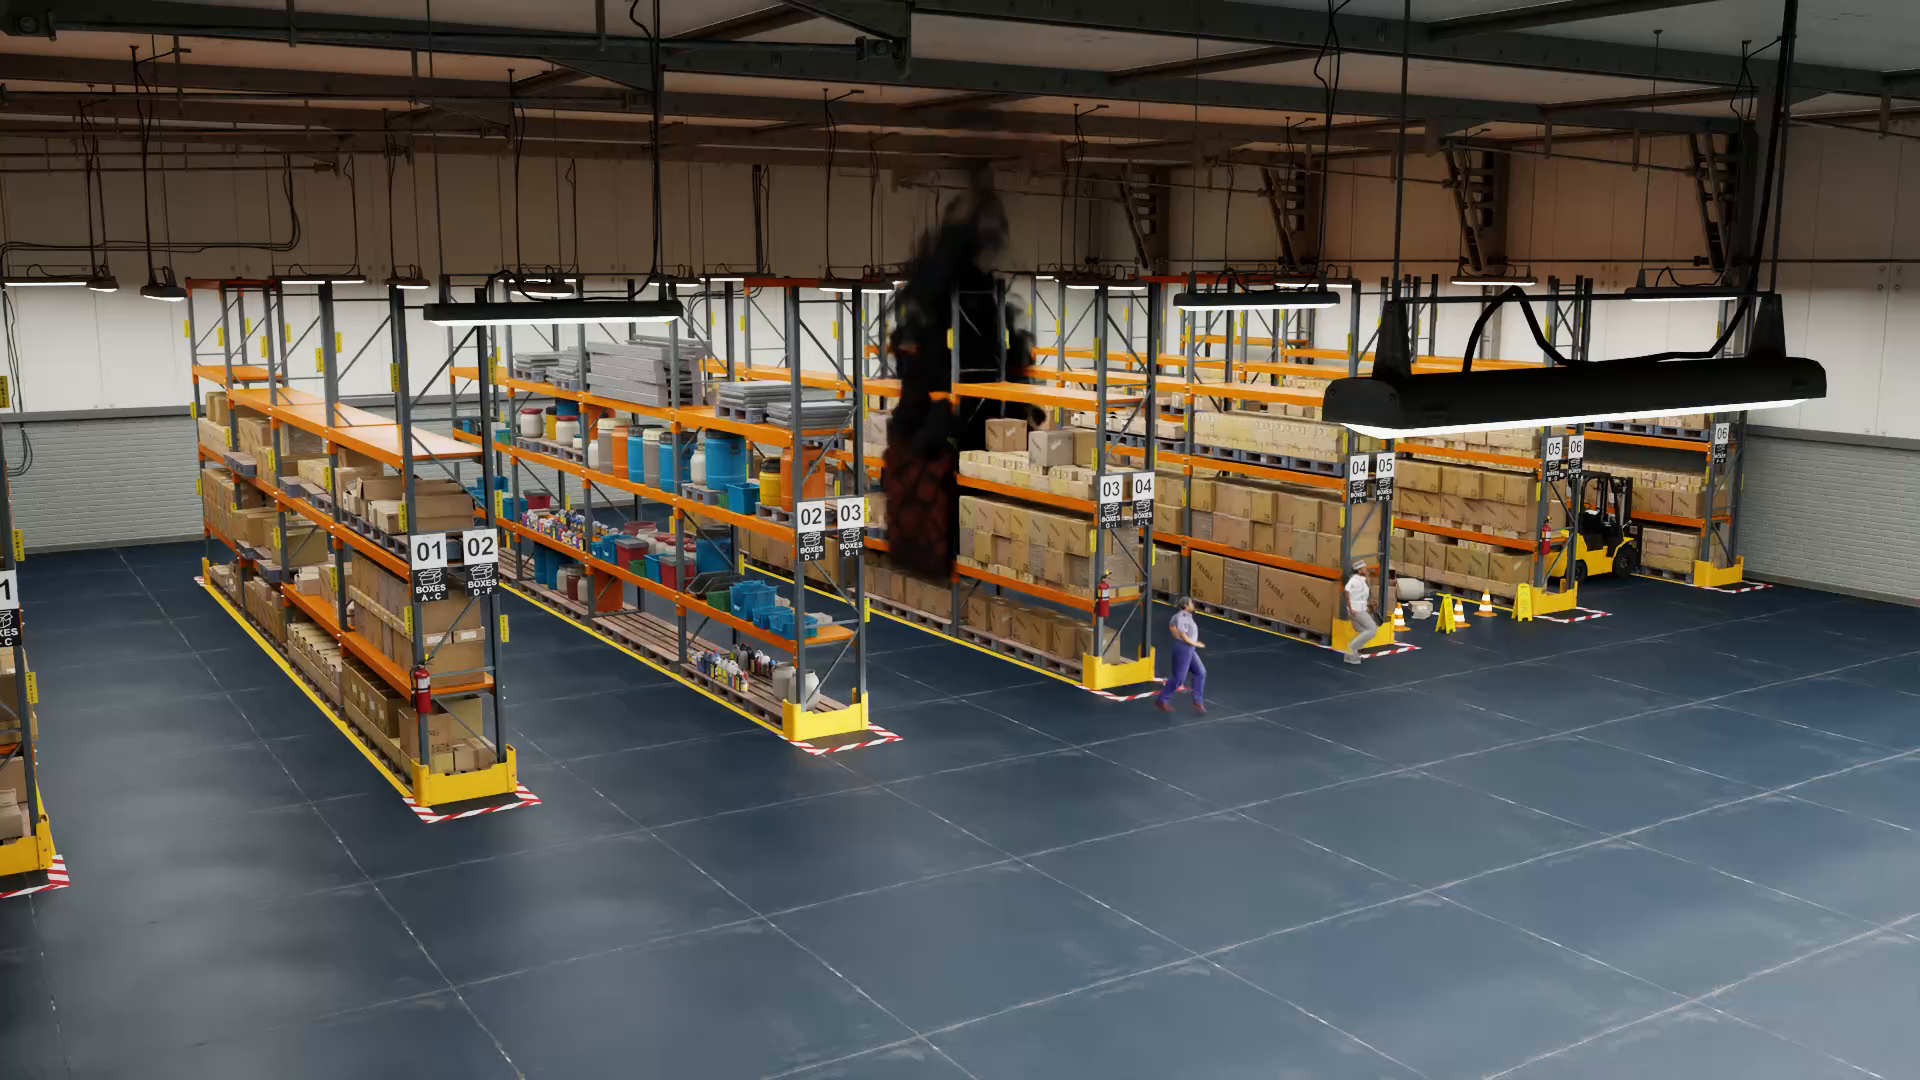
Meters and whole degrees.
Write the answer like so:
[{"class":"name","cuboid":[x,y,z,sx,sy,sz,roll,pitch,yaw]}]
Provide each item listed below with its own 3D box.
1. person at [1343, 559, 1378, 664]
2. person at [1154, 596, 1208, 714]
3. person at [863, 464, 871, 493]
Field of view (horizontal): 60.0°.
[{"class":"person","cuboid":[6.379,1.126,26.386,0.539,1.638,0.589,3,10,18]},{"class":"person","cuboid":[3.154,1.628,23.528,0.762,1.682,0.665,2,10,10]},{"class":"person","cuboid":[-2.292,-0.898,38.191,0.701,1.762,0.850,-6,11,-33]}]
